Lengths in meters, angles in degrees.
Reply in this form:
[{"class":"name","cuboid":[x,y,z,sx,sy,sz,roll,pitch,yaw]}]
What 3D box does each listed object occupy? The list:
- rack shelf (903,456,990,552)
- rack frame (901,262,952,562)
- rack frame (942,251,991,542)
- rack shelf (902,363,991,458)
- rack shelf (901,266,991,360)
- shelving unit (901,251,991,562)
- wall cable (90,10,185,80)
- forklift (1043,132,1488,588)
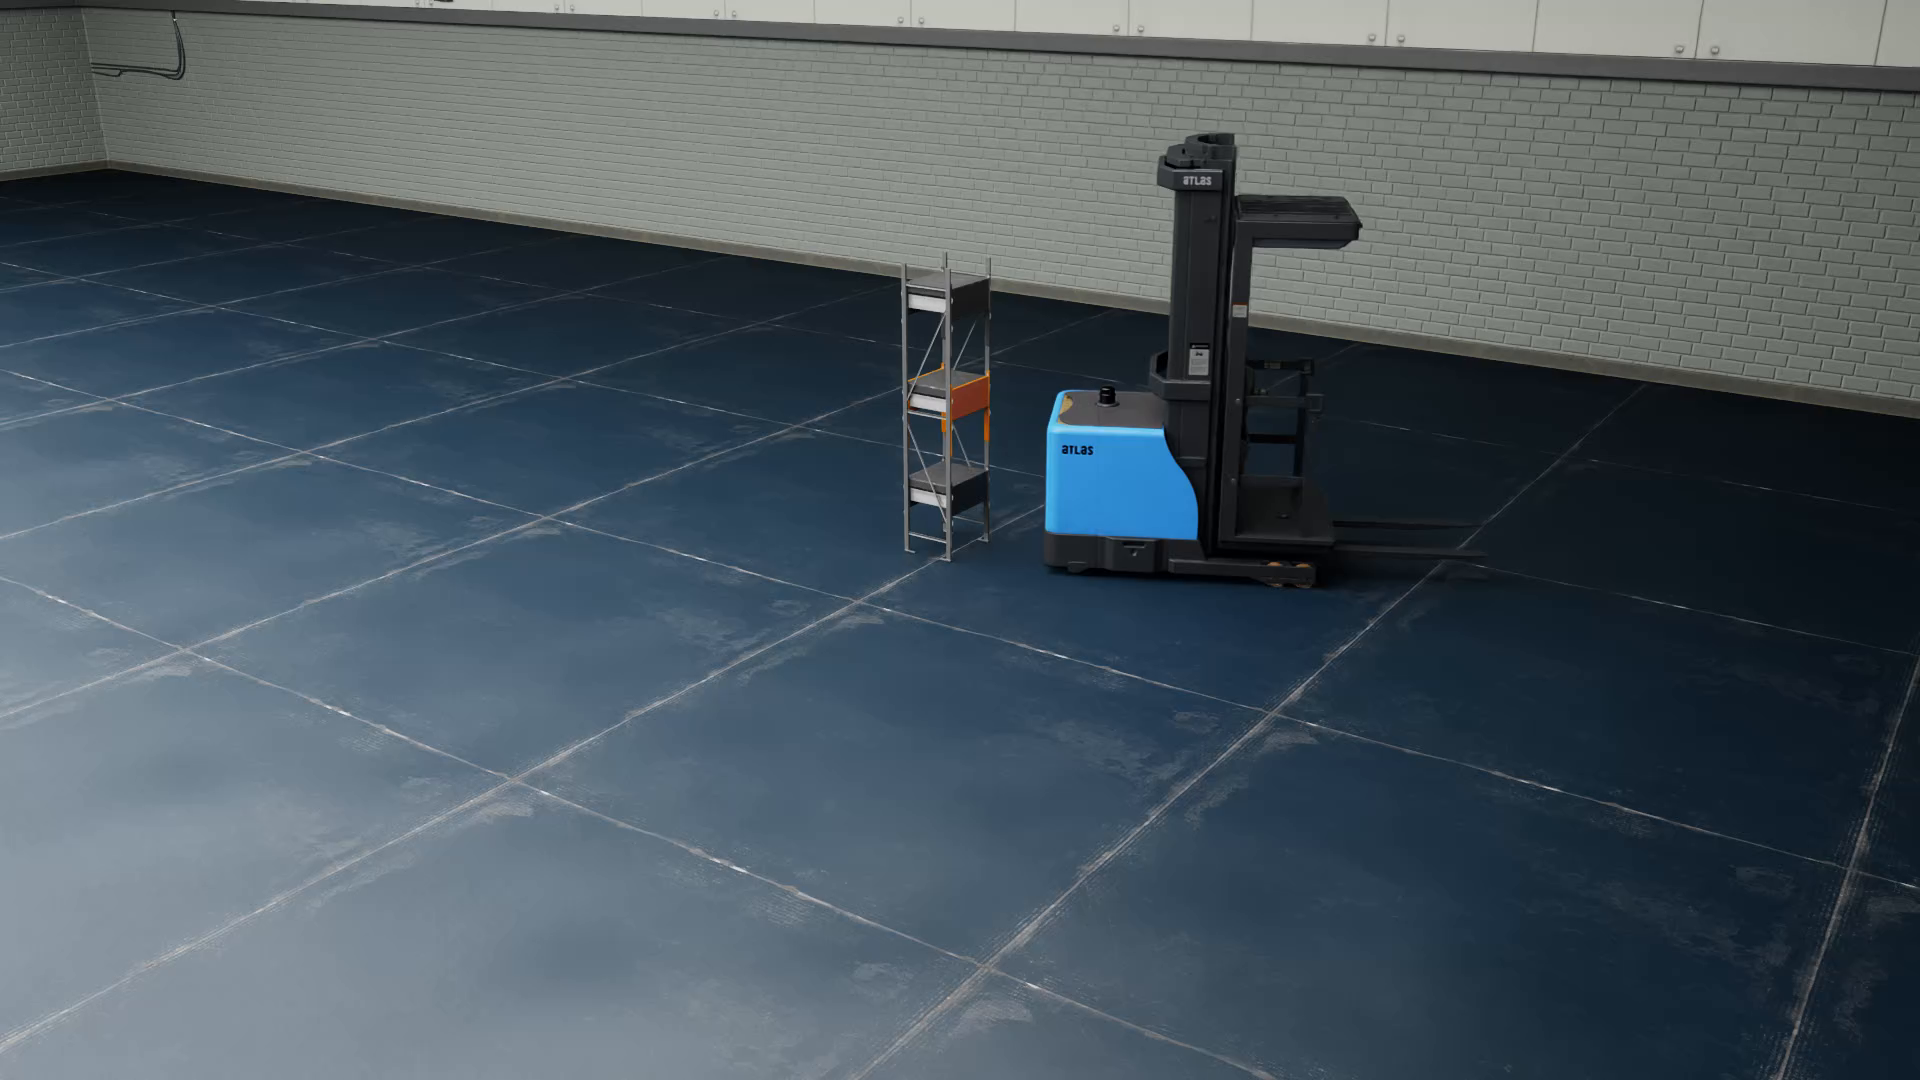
[{"class":"rack shelf","cuboid":[-0.093,-0.268,12.020,0.431,0.518,0.480,13,24,32]},{"class":"rack frame","cuboid":[-0.230,-0.867,11.583,0.400,2.100,0.015,13,24,32]},{"class":"rack frame","cuboid":[0.044,-1.007,11.962,0.400,2.100,0.015,13,24,32]},{"class":"rack shelf","cuboid":[-0.093,-0.925,11.777,0.431,0.518,0.480,13,24,32]},{"class":"rack shelf","cuboid":[-0.093,-1.581,11.534,0.431,0.518,0.480,13,24,32]},{"class":"shelving unit","cuboid":[-0.093,-0.937,11.772,0.431,2.100,0.503,13,24,32]},{"class":"wall cable","cuboid":[-14.678,-9.403,29.190,3.097,2.526,0.112,13,24,32]},{"class":"forklift","cuboid":[2.138,-1.240,11.393,3.031,2.935,1.130,3,20,7]}]
